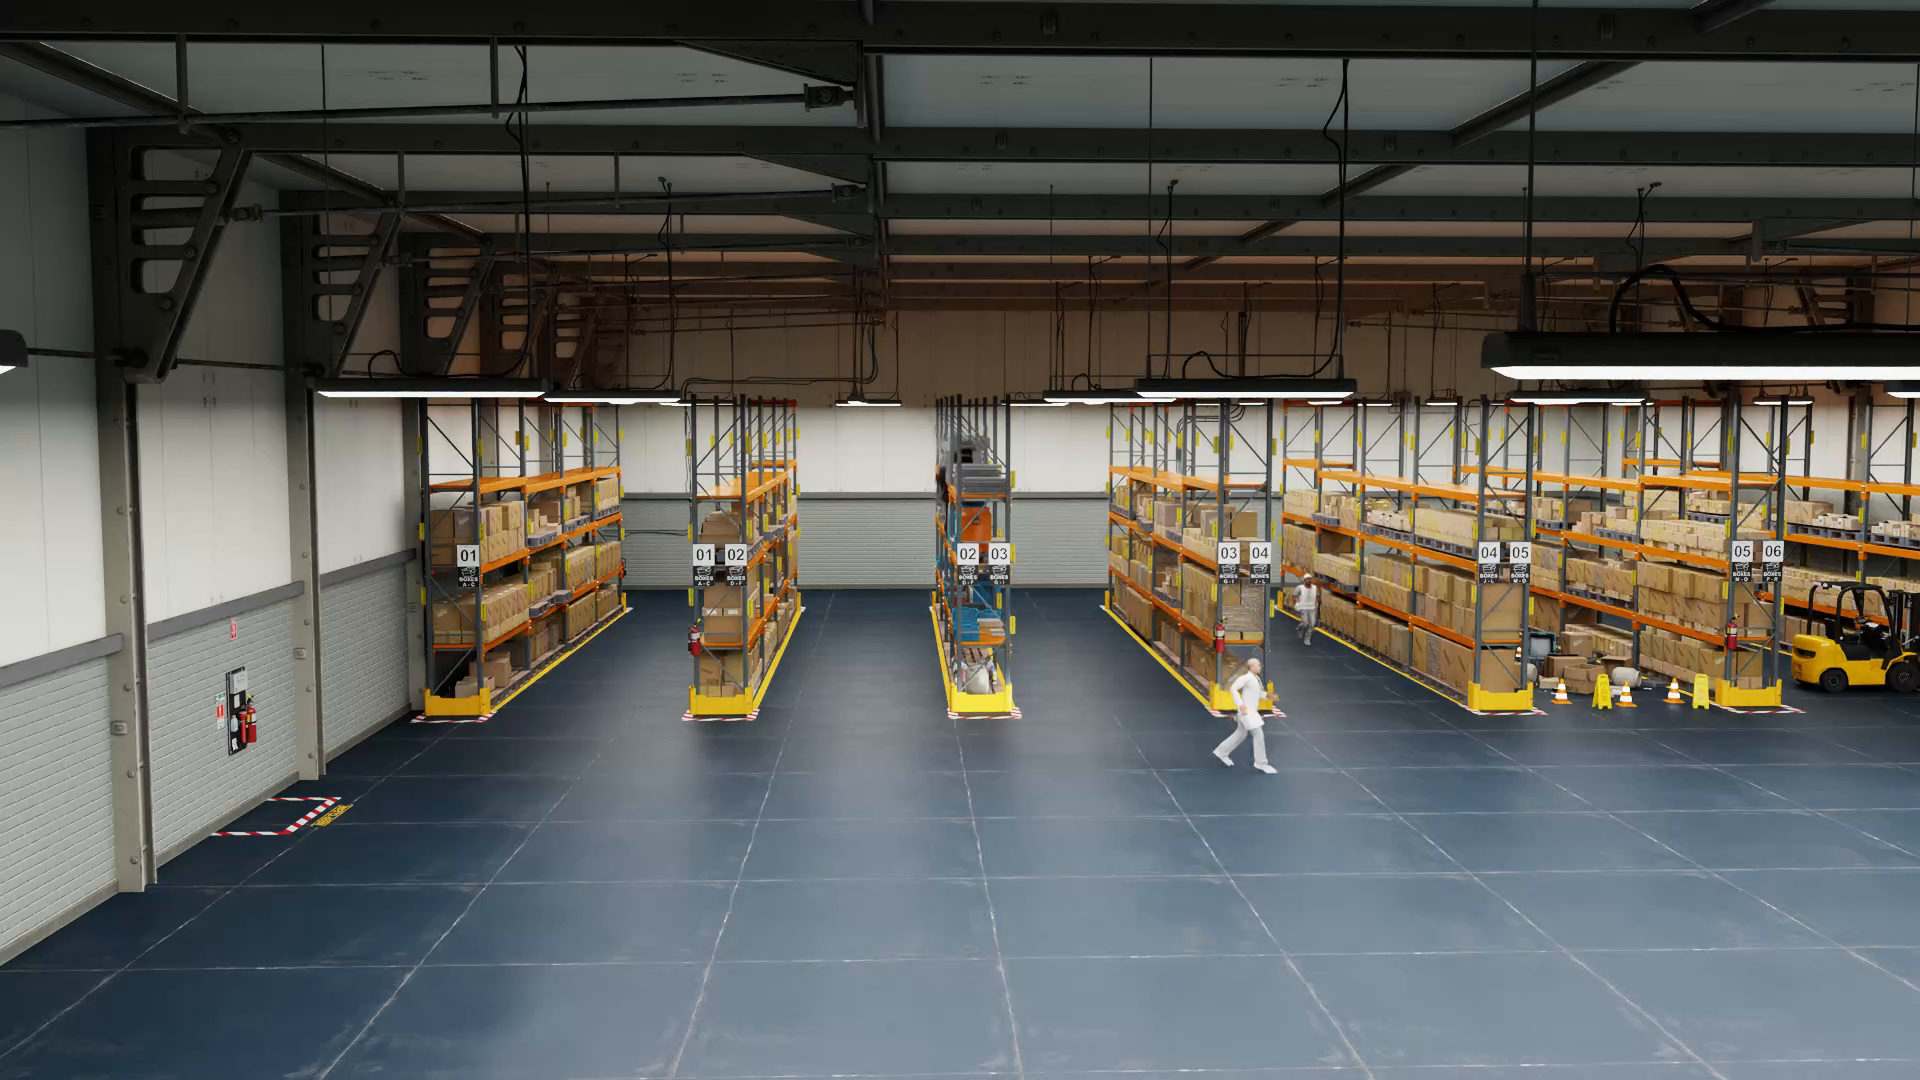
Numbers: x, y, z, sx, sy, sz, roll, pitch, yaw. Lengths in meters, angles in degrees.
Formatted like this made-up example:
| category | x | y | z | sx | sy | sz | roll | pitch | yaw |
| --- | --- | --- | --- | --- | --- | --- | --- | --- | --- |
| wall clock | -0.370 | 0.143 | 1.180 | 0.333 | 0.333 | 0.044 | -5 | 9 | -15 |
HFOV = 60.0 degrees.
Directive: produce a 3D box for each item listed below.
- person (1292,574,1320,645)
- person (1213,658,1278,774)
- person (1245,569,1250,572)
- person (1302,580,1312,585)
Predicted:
| category | x | y | z | sx | sy | sz | roll | pitch | yaw |
| --- | --- | --- | --- | --- | --- | --- | --- | --- | --- |
| person | 8.438 | 1.681 | 40.394 | 0.686 | 1.733 | 0.599 | -1 | 5 | -7 |
| person | 4.521 | 2.764 | 26.333 | 1.025 | 1.805 | 0.649 | 1 | 5 | 17 |
| person | 7.983 | 1.257 | 45.998 | 0.691 | 1.705 | 0.570 | 0 | 5 | 4 |
| person | 10.425 | 1.038 | 49.028 | 0.813 | 1.685 | 0.564 | 0 | 4 | 1 |
